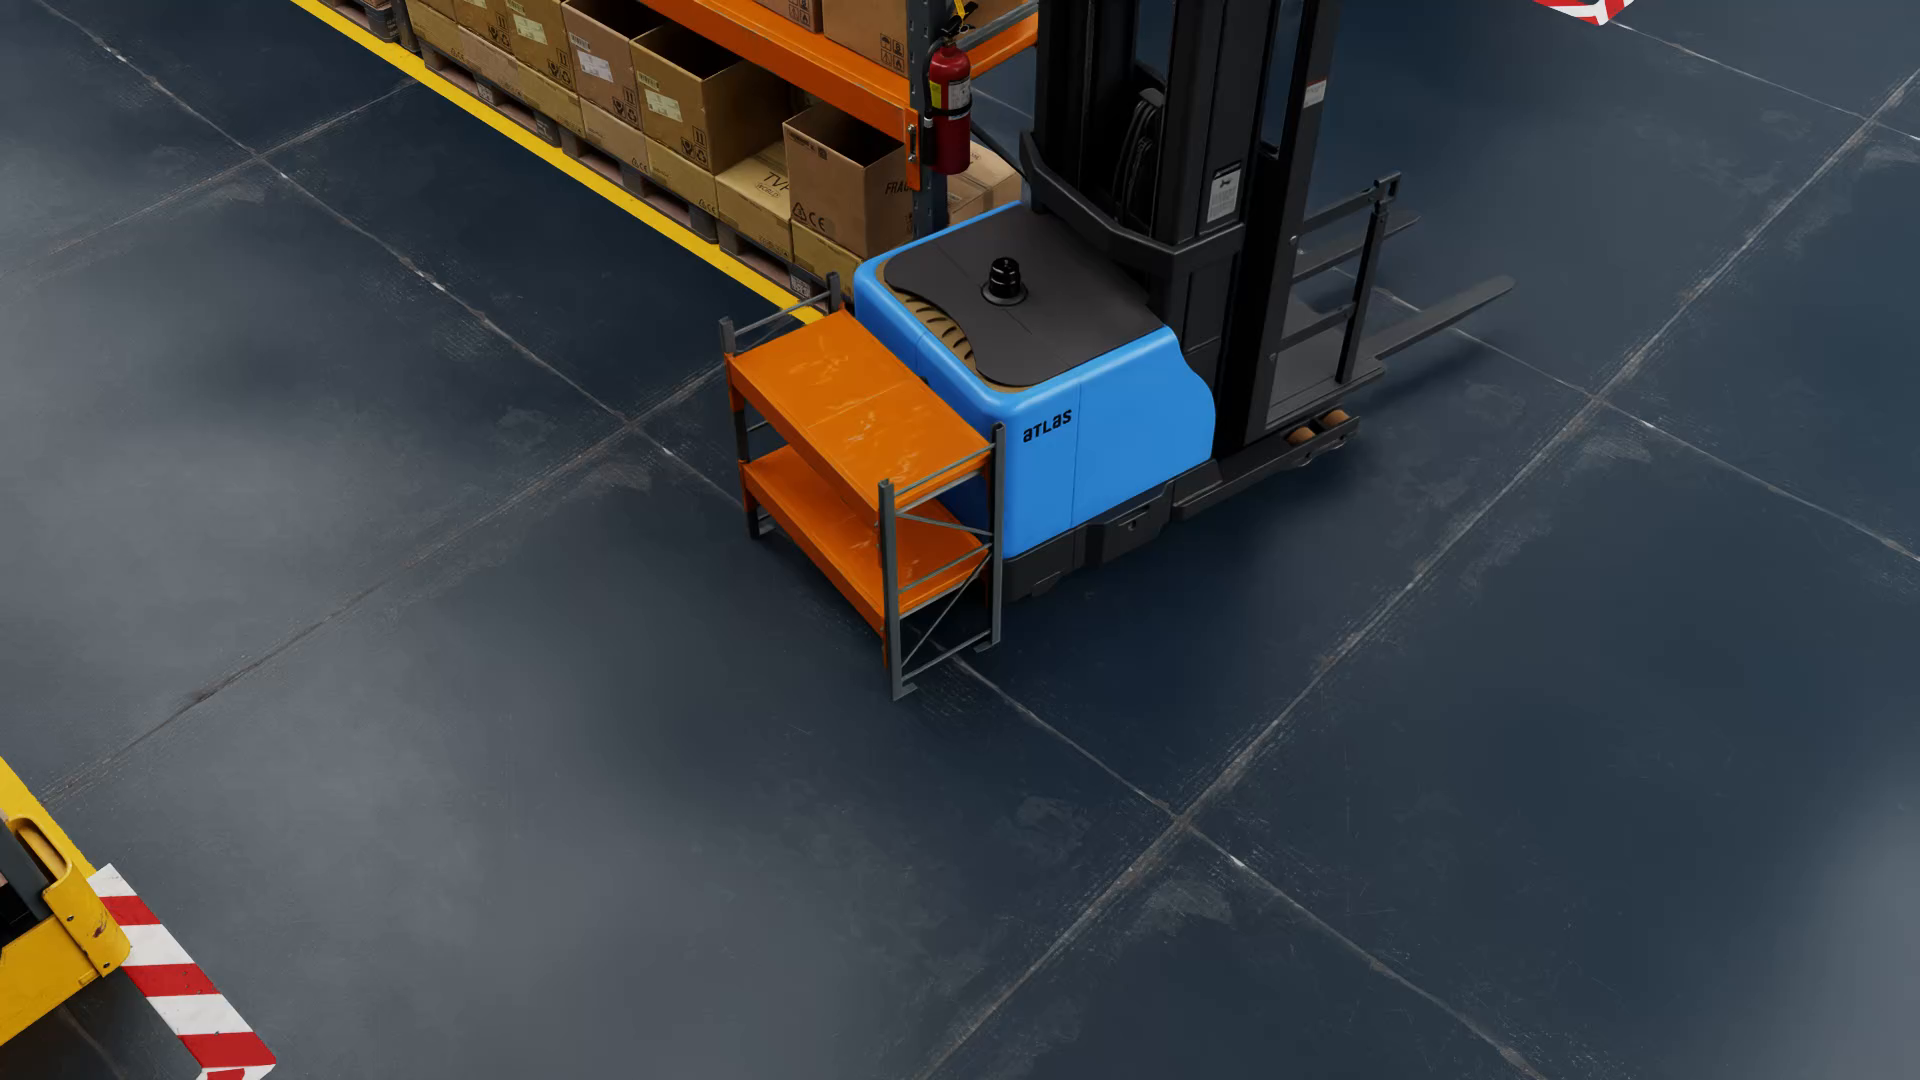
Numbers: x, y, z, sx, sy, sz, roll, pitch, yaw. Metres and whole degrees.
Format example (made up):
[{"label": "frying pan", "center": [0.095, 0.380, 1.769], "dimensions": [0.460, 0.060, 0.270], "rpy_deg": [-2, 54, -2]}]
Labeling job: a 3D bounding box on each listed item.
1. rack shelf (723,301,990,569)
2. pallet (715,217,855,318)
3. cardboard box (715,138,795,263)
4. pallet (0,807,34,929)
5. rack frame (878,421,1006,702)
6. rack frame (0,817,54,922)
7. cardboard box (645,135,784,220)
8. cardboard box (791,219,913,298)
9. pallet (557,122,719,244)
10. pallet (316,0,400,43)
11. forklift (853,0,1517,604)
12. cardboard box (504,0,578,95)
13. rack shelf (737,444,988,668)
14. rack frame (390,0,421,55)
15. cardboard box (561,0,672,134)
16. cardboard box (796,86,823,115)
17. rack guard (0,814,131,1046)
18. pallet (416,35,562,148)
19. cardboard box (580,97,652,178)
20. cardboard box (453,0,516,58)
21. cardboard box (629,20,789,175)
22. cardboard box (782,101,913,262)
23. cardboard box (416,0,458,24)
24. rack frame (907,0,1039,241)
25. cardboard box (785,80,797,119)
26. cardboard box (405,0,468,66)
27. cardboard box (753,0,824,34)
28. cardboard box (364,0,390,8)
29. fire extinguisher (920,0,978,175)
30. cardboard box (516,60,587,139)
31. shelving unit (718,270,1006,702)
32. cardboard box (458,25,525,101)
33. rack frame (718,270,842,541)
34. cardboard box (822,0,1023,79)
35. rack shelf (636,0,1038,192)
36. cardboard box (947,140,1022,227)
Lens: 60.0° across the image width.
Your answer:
[{"label": "rack shelf", "center": [-0.355, -0.399, 5.951], "dimensions": [0.538, 0.278, 1.000], "rpy_deg": [-28, 53, -24]}, {"label": "pallet", "center": [-0.407, -1.461, 7.977], "dimensions": [1.213, 0.211, 1.003], "rpy_deg": [34, 55, 28]}, {"label": "cardboard box", "center": [-0.786, -1.610, 7.802], "dimensions": [0.500, 0.250, 0.500], "rpy_deg": [34, 55, 28]}, {"label": "pallet", "center": [-3.802, 1.092, 5.580], "dimensions": [1.213, 0.211, 1.003], "rpy_deg": [34, 55, 28]}, {"label": "rack frame", "center": [-0.056, 0.101, 5.884], "dimensions": [0.500, 1.125, 0.032], "rpy_deg": [-28, 53, -24]}, {"label": "rack frame", "center": [-3.173, 0.596, 4.133], "dimensions": [0.127, 3.000, 1.000], "rpy_deg": [34, 55, 28]}, {"label": "cardboard box", "center": [-1.155, -1.857, 8.034], "dimensions": [0.500, 0.250, 0.500], "rpy_deg": [34, 55, 28]}, {"label": "cardboard box", "center": [-0.411, -1.370, 7.576], "dimensions": [0.500, 0.250, 0.500], "rpy_deg": [34, 55, 28]}, {"label": "pallet", "center": [-1.299, -2.065, 8.544], "dimensions": [1.213, 0.211, 1.003], "rpy_deg": [34, 55, 28]}, {"label": "pallet", "center": [-3.323, -3.427, 9.823], "dimensions": [1.213, 0.211, 1.003], "rpy_deg": [34, 55, 28]}, {"label": "forklift", "center": [1.089, -1.610, 6.251], "dimensions": [3.031, 2.935, 1.130], "rpy_deg": [-26, 52, -22]}, {"label": "cardboard box", "center": [-1.892, -2.606, 8.223], "dimensions": [0.500, 0.500, 0.500], "rpy_deg": [34, 55, 28]}, {"label": "rack shelf", "center": [-0.355, -0.031, 6.343], "dimensions": [0.538, 0.278, 1.000], "rpy_deg": [-28, 53, -24]}, {"label": "rack frame", "center": [-2.756, -4.038, 8.484], "dimensions": [0.127, 3.000, 1.000], "rpy_deg": [34, 55, 28]}, {"label": "cardboard box", "center": [-1.523, -2.360, 7.992], "dimensions": [0.500, 0.500, 0.500], "rpy_deg": [34, 55, 28]}, {"label": "cardboard box", "center": [-0.428, -2.150, 7.795], "dimensions": [0.500, 0.500, 0.500], "rpy_deg": [34, 55, 28]}, {"label": "rack guard", "center": [-3.229, 1.414, 5.080], "dimensions": [0.348, 0.500, 1.175], "rpy_deg": [34, 55, 28]}, {"label": "pallet", "center": [-2.200, -2.668, 9.110], "dimensions": [1.213, 0.211, 1.003], "rpy_deg": [34, 55, 28]}, {"label": "cardboard box", "center": [-1.521, -2.105, 8.267], "dimensions": [0.500, 0.250, 0.500], "rpy_deg": [34, 55, 28]}, {"label": "cardboard box", "center": [-2.254, -2.857, 8.459], "dimensions": [0.500, 0.500, 0.500], "rpy_deg": [34, 55, 28]}, {"label": "cardboard box", "center": [-1.157, -2.112, 7.759], "dimensions": [0.500, 0.500, 0.500], "rpy_deg": [34, 55, 28]}, {"label": "cardboard box", "center": [-0.412, -1.625, 7.302], "dimensions": [0.500, 0.500, 0.500], "rpy_deg": [34, 55, 28]}, {"label": "cardboard box", "center": [-2.627, -3.100, 8.687], "dimensions": [0.500, 0.500, 0.500], "rpy_deg": [34, 55, 28]}, {"label": "rack frame", "center": [0.184, -2.060, 6.627], "dimensions": [0.127, 3.000, 1.000], "rpy_deg": [34, 55, 28]}, {"label": "cardboard box", "center": [-0.804, -2.390, 8.020], "dimensions": [0.500, 0.500, 0.500], "rpy_deg": [34, 55, 28]}, {"label": "cardboard box", "center": [-2.620, -2.849, 8.965], "dimensions": [0.500, 0.250, 0.500], "rpy_deg": [34, 55, 28]}, {"label": "cardboard box", "center": [-0.540, -2.589, 7.055], "dimensions": [0.500, 0.500, 0.700], "rpy_deg": [35, 56, 29]}, {"label": "cardboard box", "center": [-3.257, -3.290, 9.380], "dimensions": [0.500, 0.250, 0.500], "rpy_deg": [33, 55, 27]}, {"label": "fire extinguisher", "center": [-0.044, -1.726, 6.366], "dimensions": [0.183, 0.674, 0.296], "rpy_deg": [34, 55, 28]}, {"label": "cardboard box", "center": [-1.893, -2.349, 8.496], "dimensions": [0.500, 0.250, 0.500], "rpy_deg": [34, 55, 28]}, {"label": "shelving unit", "center": [-0.355, -0.199, 6.165], "dimensions": [0.538, 1.125, 1.048], "rpy_deg": [-28, 53, -24]}, {"label": "cardboard box", "center": [-2.256, -2.599, 8.731], "dimensions": [0.500, 0.250, 0.500], "rpy_deg": [34, 55, 28]}, {"label": "rack frame", "center": [-0.654, -0.498, 6.446], "dimensions": [0.500, 1.125, 0.032], "rpy_deg": [-28, 53, -24]}, {"label": "cardboard box", "center": [-0.151, -2.332, 6.813], "dimensions": [0.500, 0.500, 0.700], "rpy_deg": [34, 55, 28]}, {"label": "rack shelf", "center": [-1.286, -2.803, 7.817], "dimensions": [4.000, 0.370, 1.077], "rpy_deg": [34, 55, 28]}, {"label": "cardboard box", "center": [-0.059, -1.647, 7.837], "dimensions": [0.500, 0.250, 0.500], "rpy_deg": [34, 55, 28]}]
